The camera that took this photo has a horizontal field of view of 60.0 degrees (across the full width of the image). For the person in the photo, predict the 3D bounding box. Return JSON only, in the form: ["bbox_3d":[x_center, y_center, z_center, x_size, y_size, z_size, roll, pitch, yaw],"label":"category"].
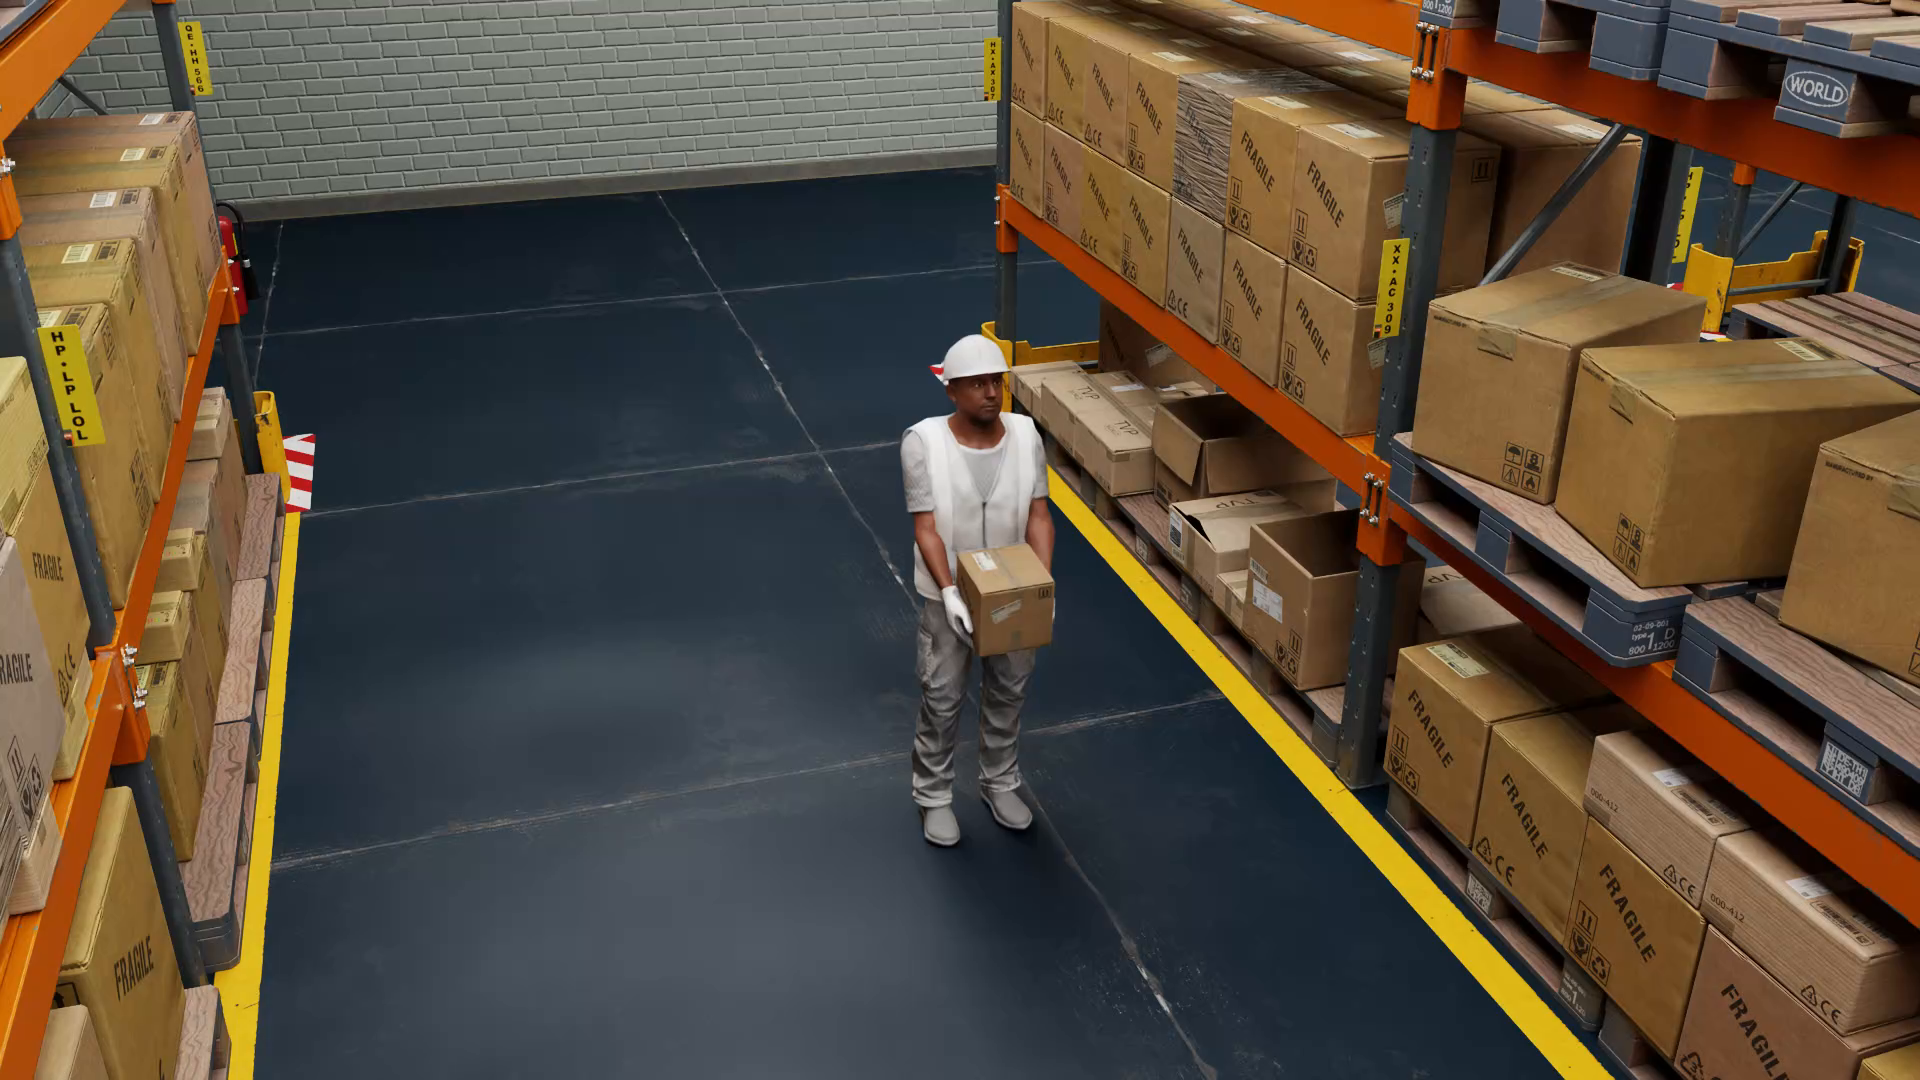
[{"bbox_3d":[0.087,0.206,5.666,0.503,1.788,0.565,-8,27,-16],"label":"person"}]
